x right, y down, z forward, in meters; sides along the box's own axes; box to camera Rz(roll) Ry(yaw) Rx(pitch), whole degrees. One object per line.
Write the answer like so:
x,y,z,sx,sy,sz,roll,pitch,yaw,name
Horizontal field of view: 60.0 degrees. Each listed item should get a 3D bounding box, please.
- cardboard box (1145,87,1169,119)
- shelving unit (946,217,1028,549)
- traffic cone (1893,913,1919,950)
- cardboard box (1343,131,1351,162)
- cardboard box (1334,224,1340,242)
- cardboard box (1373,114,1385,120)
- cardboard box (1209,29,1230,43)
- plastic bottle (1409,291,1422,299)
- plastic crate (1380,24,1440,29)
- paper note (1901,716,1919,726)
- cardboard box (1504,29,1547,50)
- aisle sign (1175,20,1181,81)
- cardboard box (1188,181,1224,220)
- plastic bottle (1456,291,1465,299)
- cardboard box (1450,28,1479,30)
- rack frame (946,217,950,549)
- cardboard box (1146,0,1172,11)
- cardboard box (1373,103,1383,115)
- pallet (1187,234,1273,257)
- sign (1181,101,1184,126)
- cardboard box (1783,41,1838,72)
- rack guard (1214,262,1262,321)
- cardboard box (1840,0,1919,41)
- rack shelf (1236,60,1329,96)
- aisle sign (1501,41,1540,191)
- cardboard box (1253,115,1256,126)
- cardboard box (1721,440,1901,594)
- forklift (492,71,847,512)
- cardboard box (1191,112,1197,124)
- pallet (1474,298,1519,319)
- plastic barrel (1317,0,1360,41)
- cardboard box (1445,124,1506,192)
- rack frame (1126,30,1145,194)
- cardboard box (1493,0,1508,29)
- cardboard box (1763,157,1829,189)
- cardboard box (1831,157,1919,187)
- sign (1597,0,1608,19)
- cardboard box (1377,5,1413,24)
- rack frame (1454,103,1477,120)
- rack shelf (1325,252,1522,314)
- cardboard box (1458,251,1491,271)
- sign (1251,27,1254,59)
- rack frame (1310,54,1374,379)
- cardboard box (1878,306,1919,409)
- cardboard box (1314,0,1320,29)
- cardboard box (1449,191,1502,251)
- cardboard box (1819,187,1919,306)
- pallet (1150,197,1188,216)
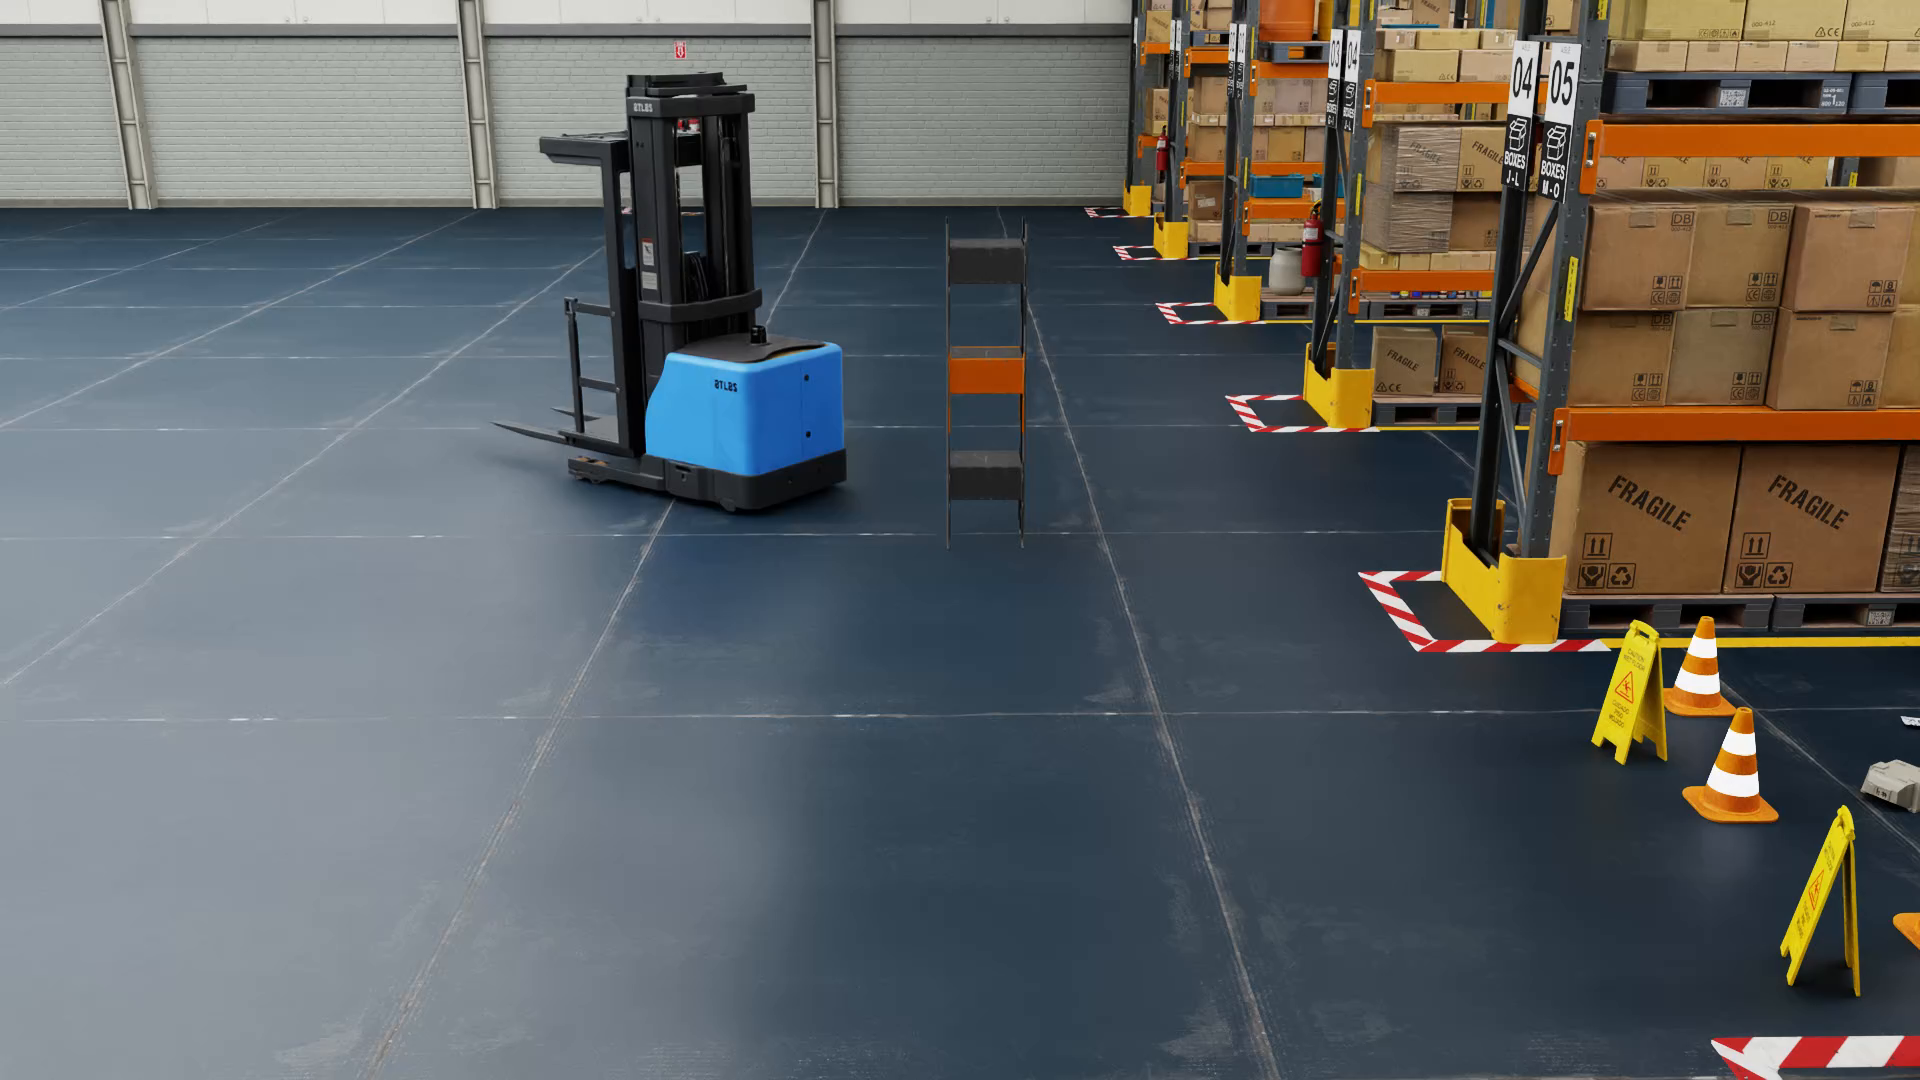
3.437,-7.444,28.327,0.500,0.500,0.500,0,18,-1,cardboard box
0.166,-1.001,10.729,0.503,2.100,0.431,0,18,-1,shelving unit
3.770,1.296,6.251,0.334,0.463,0.336,0,18,-1,traffic cone
5.578,-5.626,23.510,0.500,0.500,0.700,0,18,0,cardboard box
5.090,-4.400,23.669,0.500,0.250,0.500,0,18,-1,cardboard box
5.765,-5.873,23.220,0.250,0.149,0.380,0,18,-1,cardboard box
4.364,-8.487,27.488,0.500,0.500,0.500,1,18,2,cardboard box
5.170,-2.881,18.844,0.133,0.283,0.061,0,18,0,plastic bottle
5.027,-5.577,18.639,0.575,0.384,0.392,0,18,-1,plastic crate
4.734,0.898,8.200,0.142,0.017,0.144,6,19,18,paper note
4.510,-4.010,13.320,0.250,0.149,0.380,0,18,-1,cardboard box
2.990,-6.712,22.806,0.004,0.787,0.394,0,18,-1,aisle sign
3.582,-4.910,24.028,0.500,0.500,0.500,0,18,-1,cardboard box
5.690,-2.850,18.881,0.097,0.201,0.097,0,18,0,plastic bottle
4.261,-4.195,13.896,0.250,0.149,0.380,0,18,-1,cardboard box
-0.078,-0.999,10.726,0.015,2.100,0.400,0,18,-1,rack frame
3.358,-8.971,27.357,0.500,0.500,0.500,-2,18,-5,cardboard box
5.601,-6.244,23.314,0.500,0.500,0.700,0,18,-1,cardboard box
3.815,-4.257,23.973,1.213,0.211,1.003,0,18,-1,pallet
3.054,-5.849,22.823,0.005,0.325,0.100,0,18,-1,sign
4.287,-2.491,8.553,0.250,0.149,0.380,0,18,0,cardboard box
3.201,-2.880,19.207,0.348,0.500,1.175,0,18,-1,rack guard
4.680,-2.703,8.560,0.500,0.250,0.500,0,18,-1,cardboard box
5.125,-5.151,18.461,4.000,0.370,1.077,0,18,-1,rack shelf
3.105,-2.357,9.227,0.004,0.787,0.394,0,18,-1,aisle sign
3.960,-5.864,23.191,0.250,0.149,0.380,0,18,-1,cardboard box
4.738,-0.244,9.689,0.875,0.875,0.875,-1,18,-2,cardboard box
-2.316,-1.927,12.257,3.031,2.935,1.130,13,22,35,forklift
3.430,-5.985,23.568,0.250,0.149,0.380,-1,18,-2,cardboard box
6.453,-2.757,19.295,1.213,0.211,1.003,0,18,-1,pallet
4.263,-5.818,18.366,0.600,0.588,0.600,0,18,0,plastic barrel
4.258,-3.128,13.600,0.500,0.500,0.500,0,18,-1,cardboard box
2.969,-7.081,28.212,0.127,3.000,1.000,0,18,-1,rack frame
4.749,-4.483,13.733,0.500,0.500,0.500,0,18,-1,cardboard box
6.757,-3.141,13.642,0.500,0.500,0.500,0,18,-1,cardboard box
8.000,-3.009,13.847,1.000,1.000,1.000,0,18,0,cardboard box
3.184,-2.740,8.208,0.005,0.325,0.100,0,18,-1,sign
6.003,-7.316,23.261,0.500,0.311,0.500,-1,18,-4,cardboard box
7.050,-5.588,23.556,0.127,3.000,1.000,0,18,-1,rack frame
5.203,-2.210,14.204,4.000,0.370,1.077,0,18,-1,rack shelf
4.242,-2.351,13.878,0.250,0.149,0.380,0,18,-1,cardboard box
3.130,-5.320,17.796,0.005,0.325,0.100,0,18,-1,sign
3.204,-2.543,14.064,0.127,3.000,1.000,0,18,-1,rack frame
5.192,-1.103,9.331,0.500,0.550,0.875,0,18,-1,cardboard box
4.716,-7.235,22.701,0.500,0.500,0.500,0,18,-1,cardboard box
4.252,-2.765,14.107,0.500,0.500,0.875,0,18,-1,cardboard box
5.191,-1.637,9.228,0.500,0.550,0.875,0,18,-1,cardboard box
3.858,-5.747,28.617,1.213,0.211,1.003,0,18,-1,pallet
